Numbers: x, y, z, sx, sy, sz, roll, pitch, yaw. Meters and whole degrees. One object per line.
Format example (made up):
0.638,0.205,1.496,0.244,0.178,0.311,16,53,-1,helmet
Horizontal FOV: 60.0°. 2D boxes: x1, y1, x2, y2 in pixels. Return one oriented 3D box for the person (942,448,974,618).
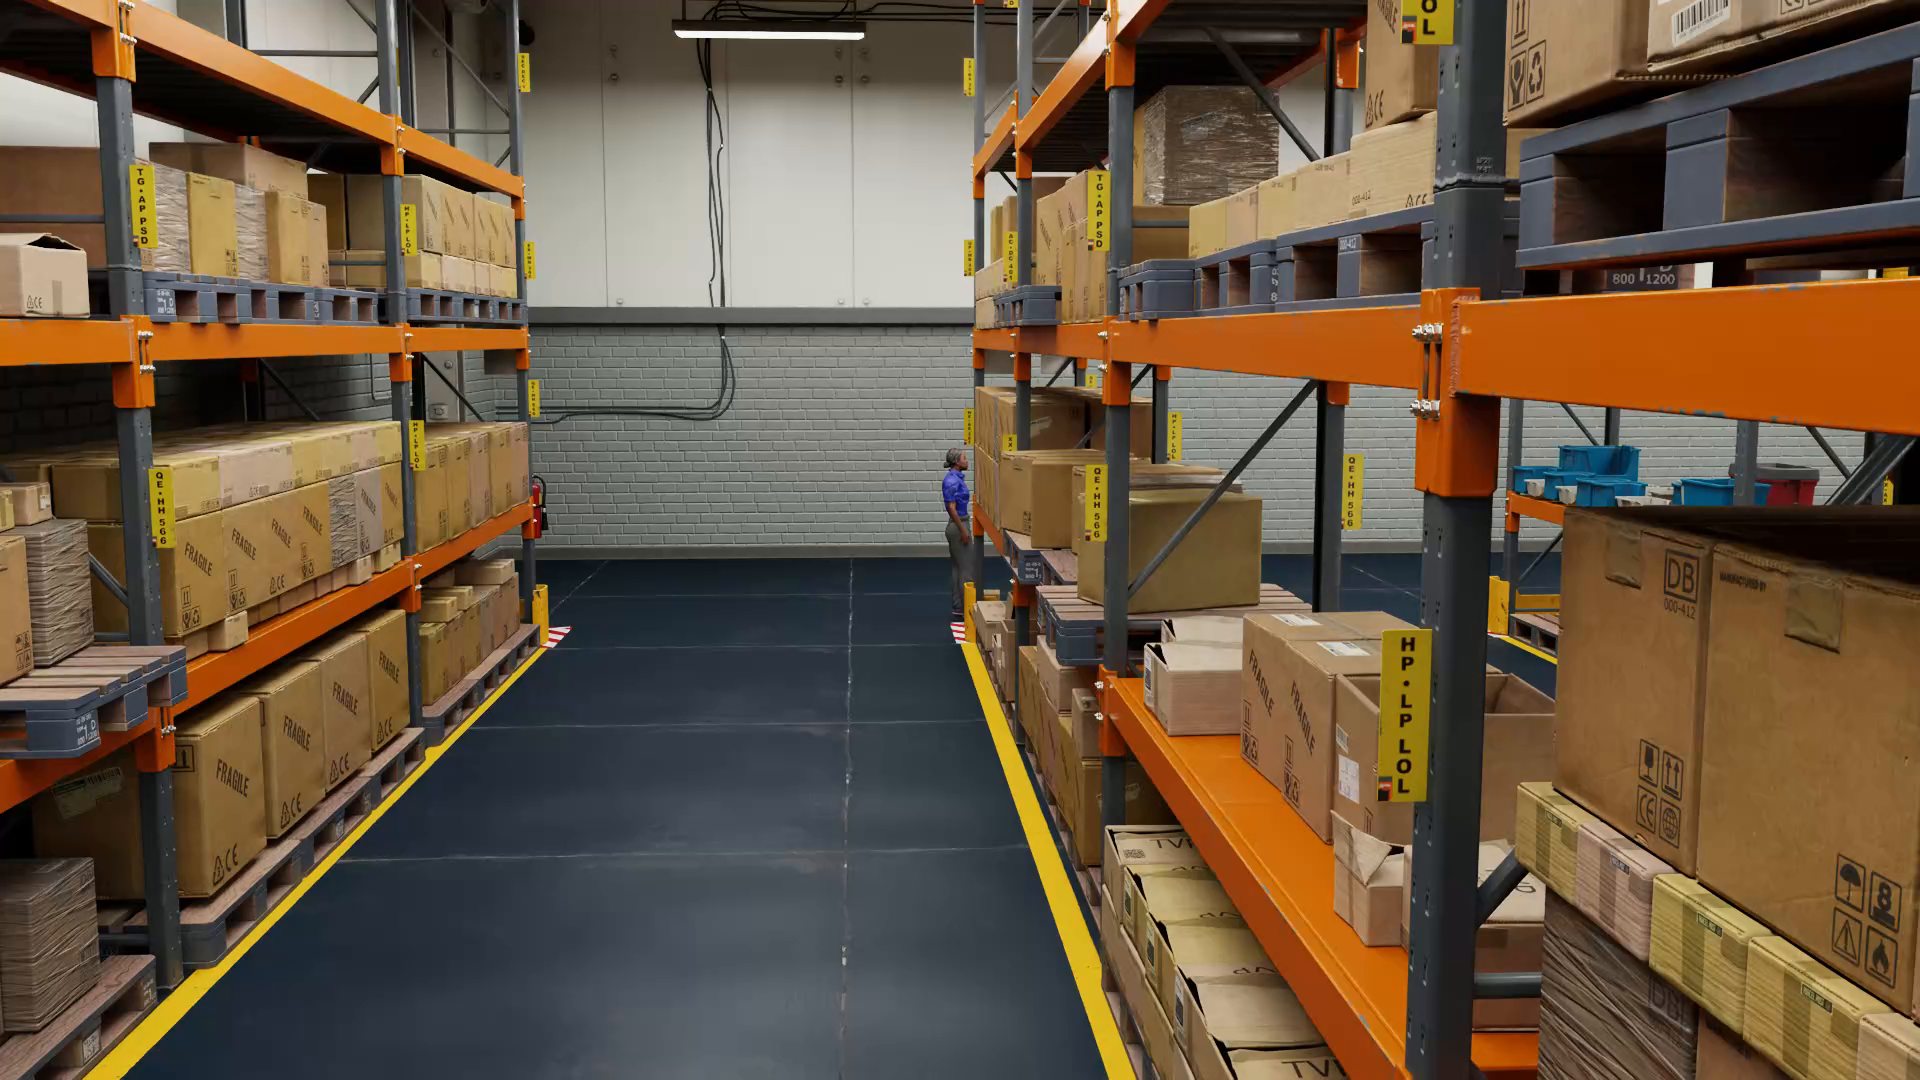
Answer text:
0.077,-0.069,16.267,0.503,1.655,0.568,0,7,2,person
